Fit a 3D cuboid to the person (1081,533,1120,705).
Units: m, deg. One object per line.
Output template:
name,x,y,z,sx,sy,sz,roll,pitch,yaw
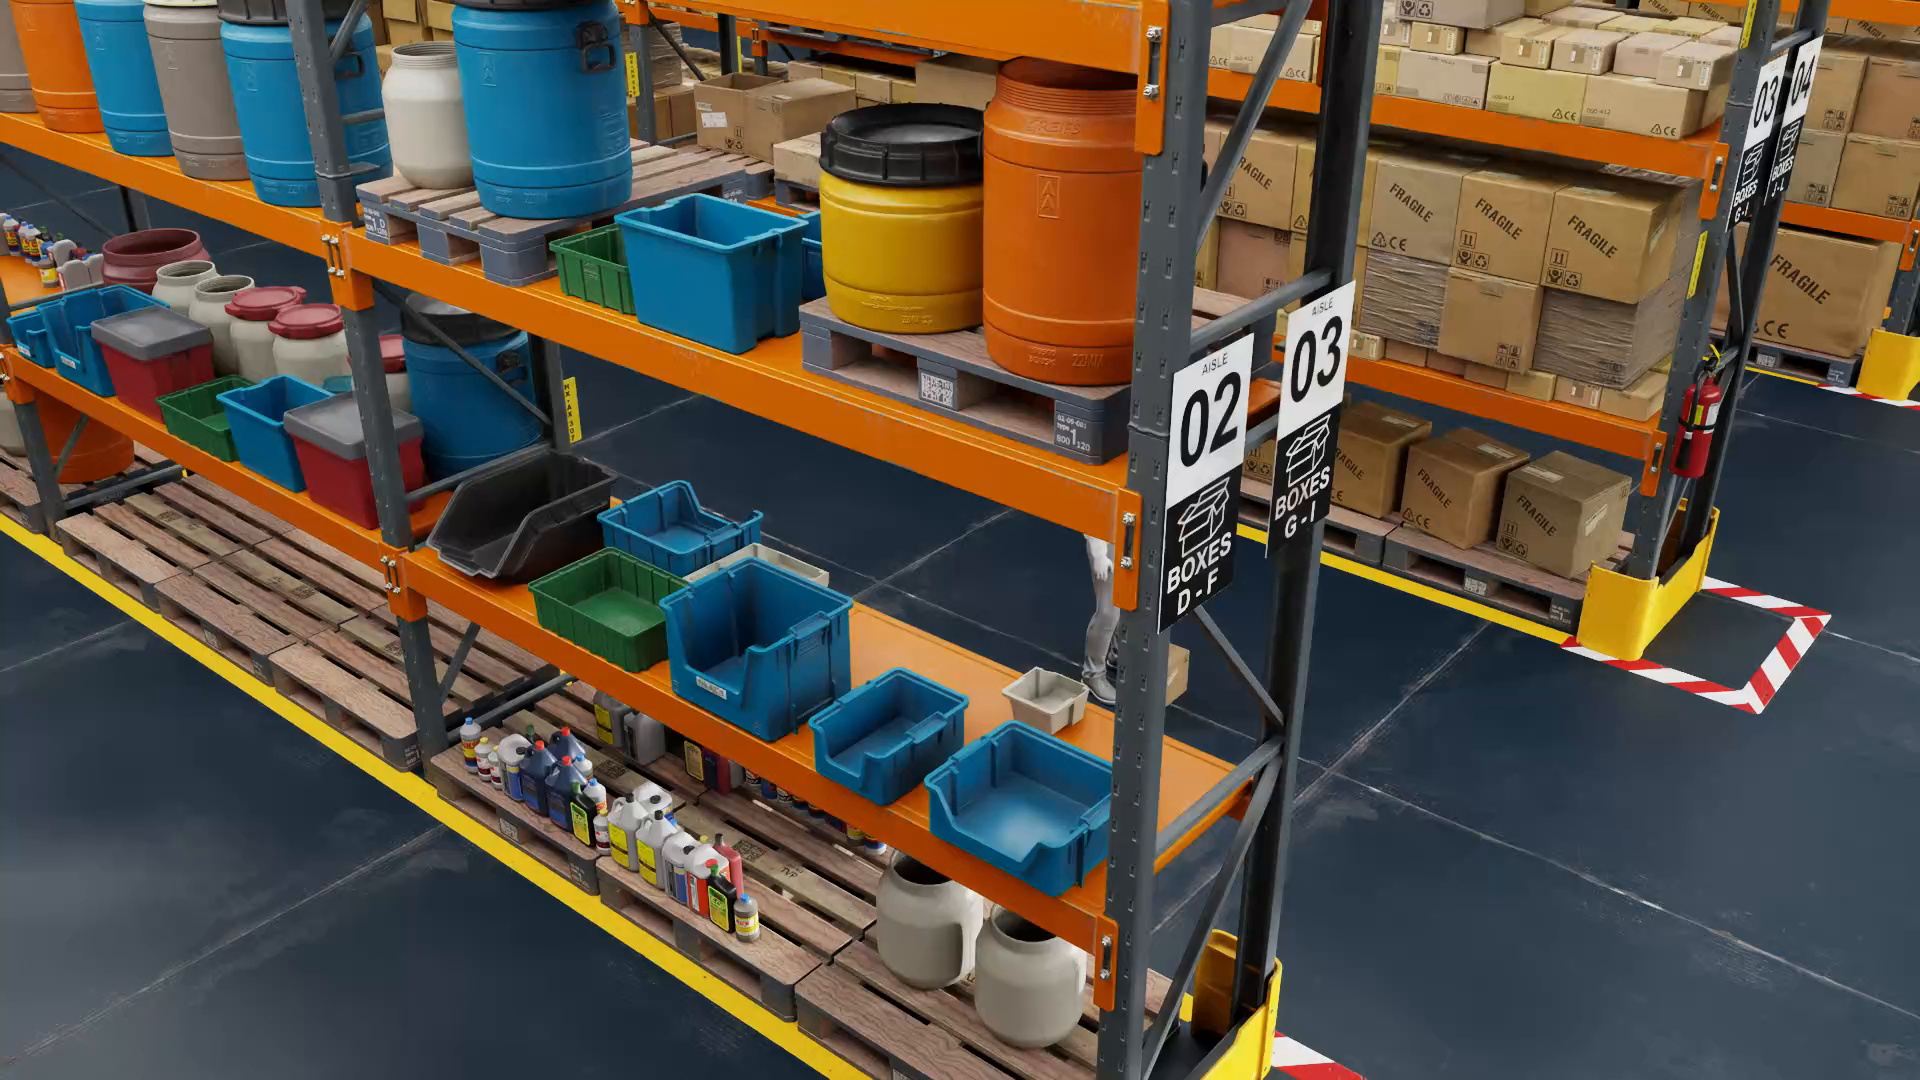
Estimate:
person,0.839,0.009,8.598,0.374,1.663,0.525,20,34,34
